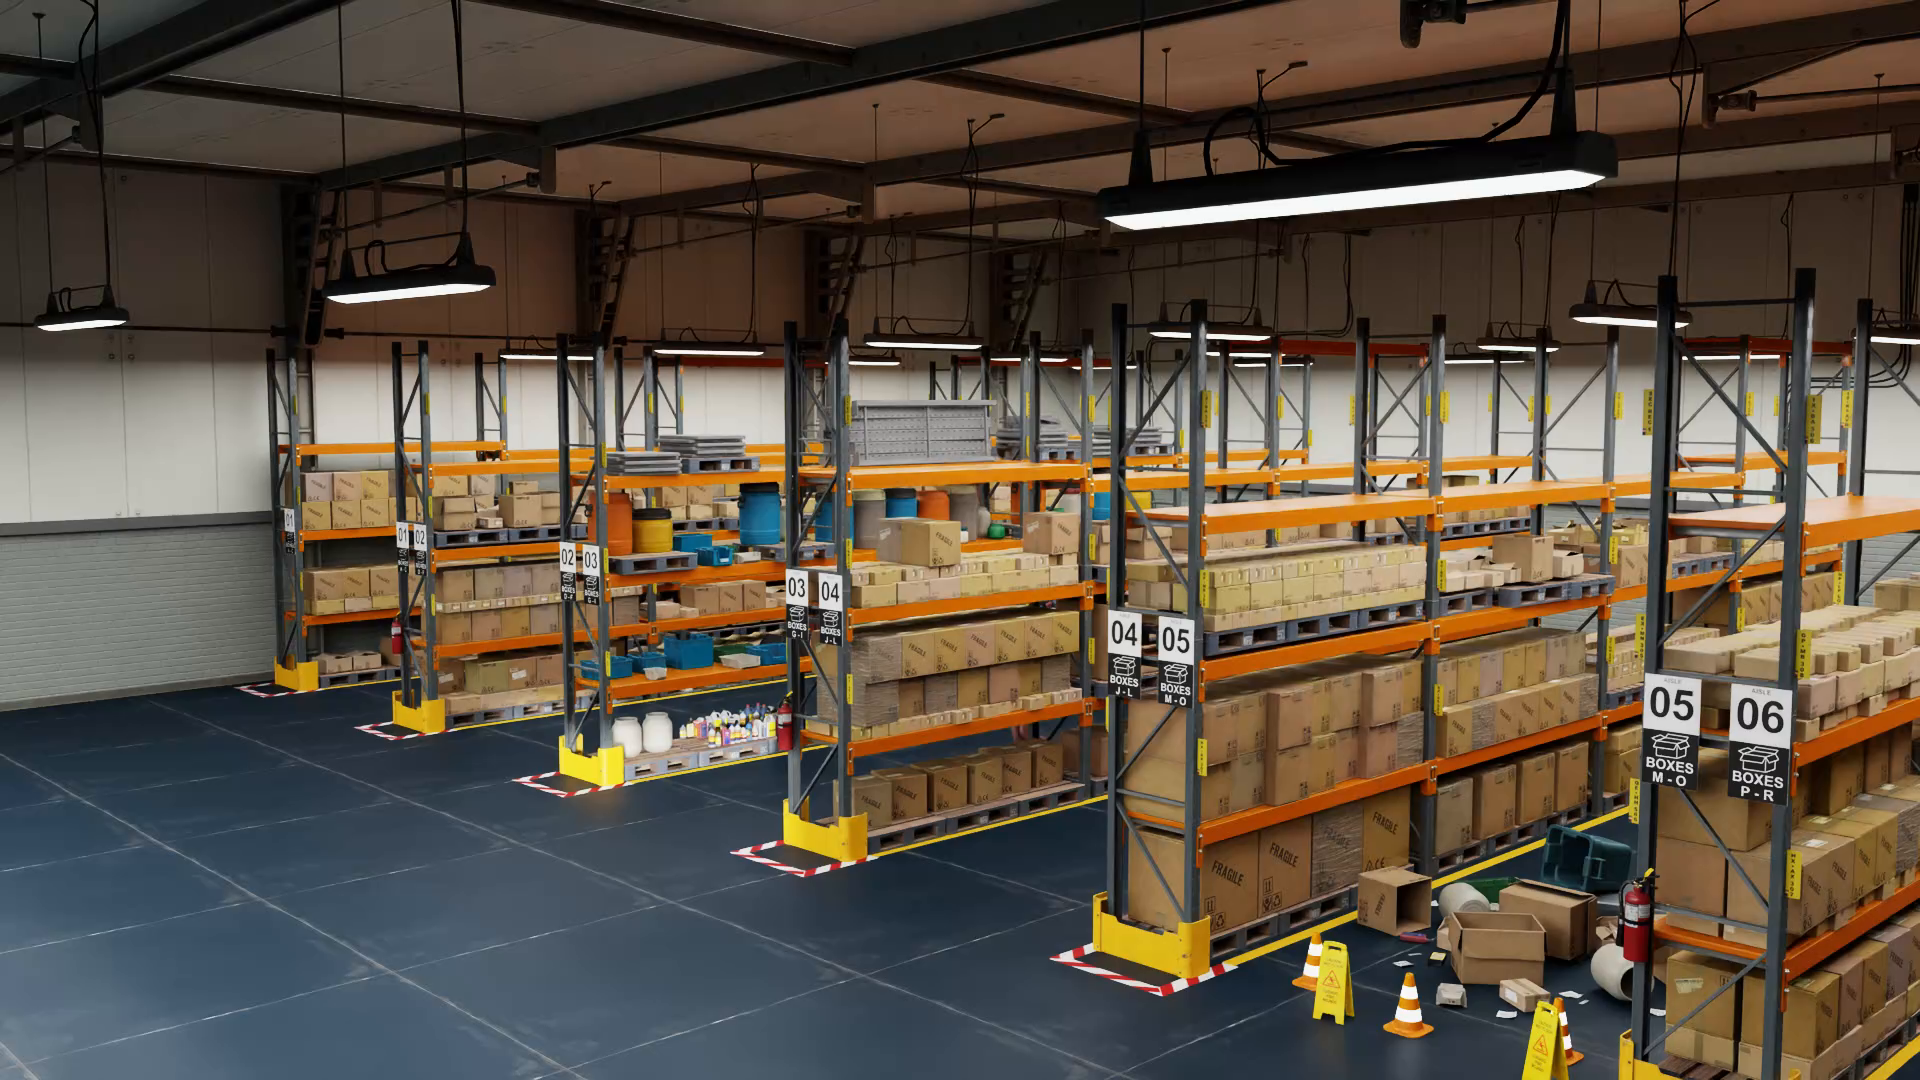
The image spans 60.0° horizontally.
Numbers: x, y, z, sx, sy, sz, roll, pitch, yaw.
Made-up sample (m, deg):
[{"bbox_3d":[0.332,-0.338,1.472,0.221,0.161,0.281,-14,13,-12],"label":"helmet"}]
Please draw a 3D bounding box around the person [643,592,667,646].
[{"bbox_3d":[-5.585,1.718,30.908,0.503,1.581,0.487,4,6,38],"label":"person"}]

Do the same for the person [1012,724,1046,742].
[{"bbox_3d":[0.988,2.328,23.380,0.600,1.652,0.512,-3,6,-27],"label":"person"}]
